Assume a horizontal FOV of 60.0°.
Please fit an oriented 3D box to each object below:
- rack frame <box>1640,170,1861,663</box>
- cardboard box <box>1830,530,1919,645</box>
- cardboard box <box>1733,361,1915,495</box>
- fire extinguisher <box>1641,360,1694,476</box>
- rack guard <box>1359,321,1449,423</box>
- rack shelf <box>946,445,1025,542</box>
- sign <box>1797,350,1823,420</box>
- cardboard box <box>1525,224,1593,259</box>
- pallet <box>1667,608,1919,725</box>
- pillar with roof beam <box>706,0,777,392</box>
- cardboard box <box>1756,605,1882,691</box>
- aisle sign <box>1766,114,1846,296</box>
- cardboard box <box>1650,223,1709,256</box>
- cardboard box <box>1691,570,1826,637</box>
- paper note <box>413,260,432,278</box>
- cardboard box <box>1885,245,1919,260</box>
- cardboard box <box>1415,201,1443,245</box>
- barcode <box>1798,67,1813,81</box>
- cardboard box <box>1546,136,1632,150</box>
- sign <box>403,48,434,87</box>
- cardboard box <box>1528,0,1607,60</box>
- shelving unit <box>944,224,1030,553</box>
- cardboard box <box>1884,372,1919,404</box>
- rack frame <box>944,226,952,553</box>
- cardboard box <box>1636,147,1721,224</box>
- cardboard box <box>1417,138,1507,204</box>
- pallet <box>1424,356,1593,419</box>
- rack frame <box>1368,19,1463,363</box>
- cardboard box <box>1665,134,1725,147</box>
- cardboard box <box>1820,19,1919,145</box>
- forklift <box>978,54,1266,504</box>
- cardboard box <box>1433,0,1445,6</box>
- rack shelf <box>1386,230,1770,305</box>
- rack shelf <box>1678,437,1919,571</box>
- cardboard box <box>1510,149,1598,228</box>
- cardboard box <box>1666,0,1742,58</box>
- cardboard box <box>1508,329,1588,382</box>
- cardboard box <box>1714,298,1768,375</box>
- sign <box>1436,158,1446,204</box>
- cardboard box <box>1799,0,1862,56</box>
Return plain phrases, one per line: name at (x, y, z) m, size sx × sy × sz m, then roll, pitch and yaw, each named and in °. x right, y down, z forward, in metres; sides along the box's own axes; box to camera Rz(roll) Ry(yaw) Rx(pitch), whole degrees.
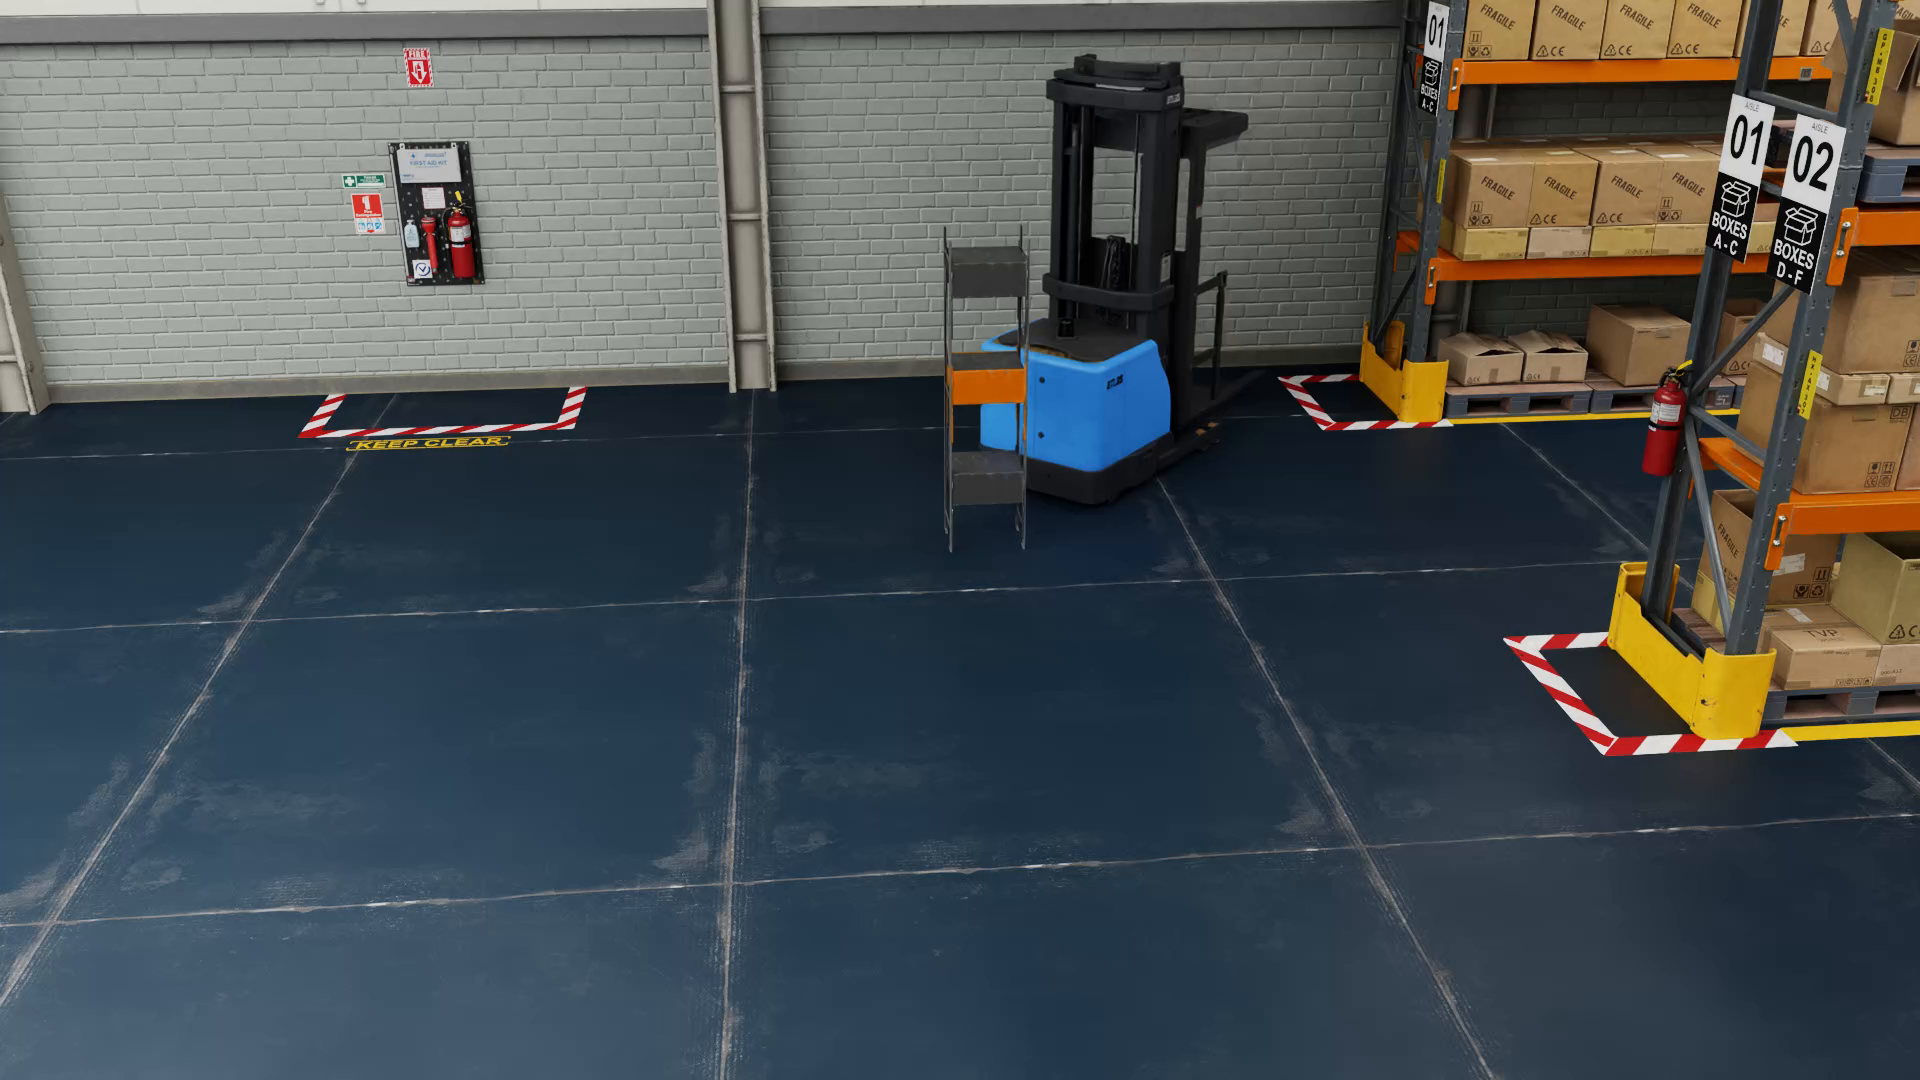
rack frame at (4.086, -0.548, 8.790) m, size 0.127 × 3.000 × 1.000 m, roll -2°, pitch 24°, yaw -5°
cardboard box at (5.139, 0.222, 9.003) m, size 0.500 × 0.500 × 0.500 m, roll -2°, pitch 24°, yaw -5°
cardboard box at (4.551, -0.607, 8.800) m, size 0.500 × 0.500 × 0.700 m, roll -2°, pitch 24°, yaw -5°
fire extinguisher at (3.922, -0.696, 9.217) m, size 0.183 × 0.674 × 0.296 m, roll -2°, pitch 24°, yaw -5°
rack guard at (3.671, -1.411, 13.809) m, size 0.348 × 0.500 × 1.175 m, roll -2°, pitch 24°, yaw -5°
rack shelf at (0.165, -0.314, 11.128) m, size 0.480 × 0.518 × 0.431 m, roll -2°, pitch 24°, yaw -5°
sign at (4.134, -0.755, 8.092) m, size 0.005 × 0.325 × 0.100 m, roll -2°, pitch 24°, yaw -5°
cardboard box at (4.627, -2.408, 13.135) m, size 0.500 × 0.250 × 0.500 m, roll -3°, pitch 24°, yaw -7°
pallet at (4.842, 0.679, 9.463) m, size 1.213 × 0.211 × 1.003 m, roll -2°, pitch 24°, yaw -5°
pillar with roof beam at (-1.341, -3.689, 8.471) m, size 0.400 × 9.000 × 9.100 m, roll -2°, pitch 24°, yaw -5°
cardboard box at (4.641, 0.585, 9.109) m, size 0.500 × 0.250 × 0.500 m, roll -2°, pitch 24°, yaw -5°
aisle sign at (4.050, -1.609, 7.977) m, size 0.004 × 0.787 × 0.394 m, roll -2°, pitch 24°, yaw -5°
cardboard box at (5.638, -2.445, 13.219) m, size 0.500 × 0.250 × 0.500 m, roll -2°, pitch 24°, yaw -5°
cardboard box at (4.590, 0.376, 9.580) m, size 0.500 × 0.250 × 0.500 m, roll -2°, pitch 24°, yaw -5°
paper note at (-4.410, -2.223, 13.643) m, size 0.142 × 0.148 × 0.016 m, roll -2°, pitch 24°, yaw -5°
cardboard box at (5.127, -1.225, 8.593) m, size 0.500 × 0.500 × 0.700 m, roll -3°, pitch 24°, yaw -7°
cardboard box at (4.041, -2.588, 13.539) m, size 0.500 × 0.250 × 0.500 m, roll -2°, pitch 24°, yaw -4°
barcode at (4.338, -2.391, 8.528) m, size 0.075 × 0.075 × 0.001 m, roll -2°, pitch 24°, yaw -5°
cardboard box at (5.059, -2.976, 13.490) m, size 0.500 × 0.500 × 0.500 m, roll -3°, pitch 24°, yaw -7°
sign at (-4.245, -3.704, 13.036) m, size 0.199 × 0.298 × 0.001 m, roll -2°, pitch 24°, yaw -5°
cardboard box at (4.490, -3.895, 12.479) m, size 0.500 × 0.500 × 0.500 m, roll -1°, pitch 24°, yaw -2°
shelving unit at (0.165, -0.966, 10.838) m, size 0.503 × 2.100 × 0.431 m, roll -2°, pitch 24°, yaw -5°
cardboard box at (4.760, -0.830, 8.503) m, size 0.250 × 0.149 × 0.380 m, roll -3°, pitch 24°, yaw -7°
rack frame at (-0.078, -0.956, 10.816) m, size 0.015 × 2.100 × 0.400 m, roll -2°, pitch 24°, yaw -5°
cardboard box at (5.620, -2.790, 13.071) m, size 0.500 × 0.500 × 0.500 m, roll -2°, pitch 24°, yaw -3°
cardboard box at (4.043, -2.938, 13.404) m, size 0.500 × 0.500 × 0.500 m, roll -3°, pitch 24°, yaw -6°
pallet at (4.483, -1.297, 13.908) m, size 1.213 × 0.211 × 1.003 m, roll -2°, pitch 24°, yaw -5°
rack frame at (3.595, -2.550, 13.294) m, size 0.127 × 3.000 × 1.000 m, roll -2°, pitch 24°, yaw -5°
cardboard box at (6.076, -3.022, 13.592) m, size 0.500 × 0.500 × 0.500 m, roll -2°, pitch 24°, yaw -4°
cardboard box at (4.658, -2.243, 8.093) m, size 0.637 × 0.503 × 0.797 m, roll -1°, pitch 24°, yaw -1°
forklift at (1.403, -2.129, 12.431) m, size 1.130 × 2.935 × 3.031 m, roll 16°, pitch 29°, yaw 32°
cardboard box at (3.985, -4.095, 12.928) m, size 0.500 × 0.500 × 0.500 m, roll -1°, pitch 24°, yaw -1°
rack shelf at (5.585, -2.301, 13.620) m, size 4.000 × 0.370 × 1.077 m, roll -2°, pitch 24°, yaw -5°
rack shelf at (6.076, -0.299, 9.115) m, size 4.000 × 0.370 × 1.077 m, roll -2°, pitch 24°, yaw -5°
cardboard box at (4.592, -2.747, 12.973) m, size 0.500 × 0.500 × 0.500 m, roll -2°, pitch 24°, yaw -5°
cardboard box at (5.538, -3.947, 12.597) m, size 0.500 × 0.500 × 0.500 m, roll -1°, pitch 24°, yaw -2°
cardboard box at (4.860, -1.536, 13.782) m, size 0.500 × 0.311 × 0.500 m, roll 0°, pitch 24°, yaw -1°
cardboard box at (6.547, -1.711, 13.942) m, size 0.500 × 0.500 × 0.500 m, roll -4°, pitch 24°, yaw -9°
sign at (3.648, -2.726, 12.625) m, size 0.005 × 0.325 × 0.100 m, roll -2°, pitch 24°, yaw -5°
cardboard box at (6.593, -4.000, 12.716) m, size 0.500 × 0.500 × 0.500 m, roll -4°, pitch 24°, yaw -10°
